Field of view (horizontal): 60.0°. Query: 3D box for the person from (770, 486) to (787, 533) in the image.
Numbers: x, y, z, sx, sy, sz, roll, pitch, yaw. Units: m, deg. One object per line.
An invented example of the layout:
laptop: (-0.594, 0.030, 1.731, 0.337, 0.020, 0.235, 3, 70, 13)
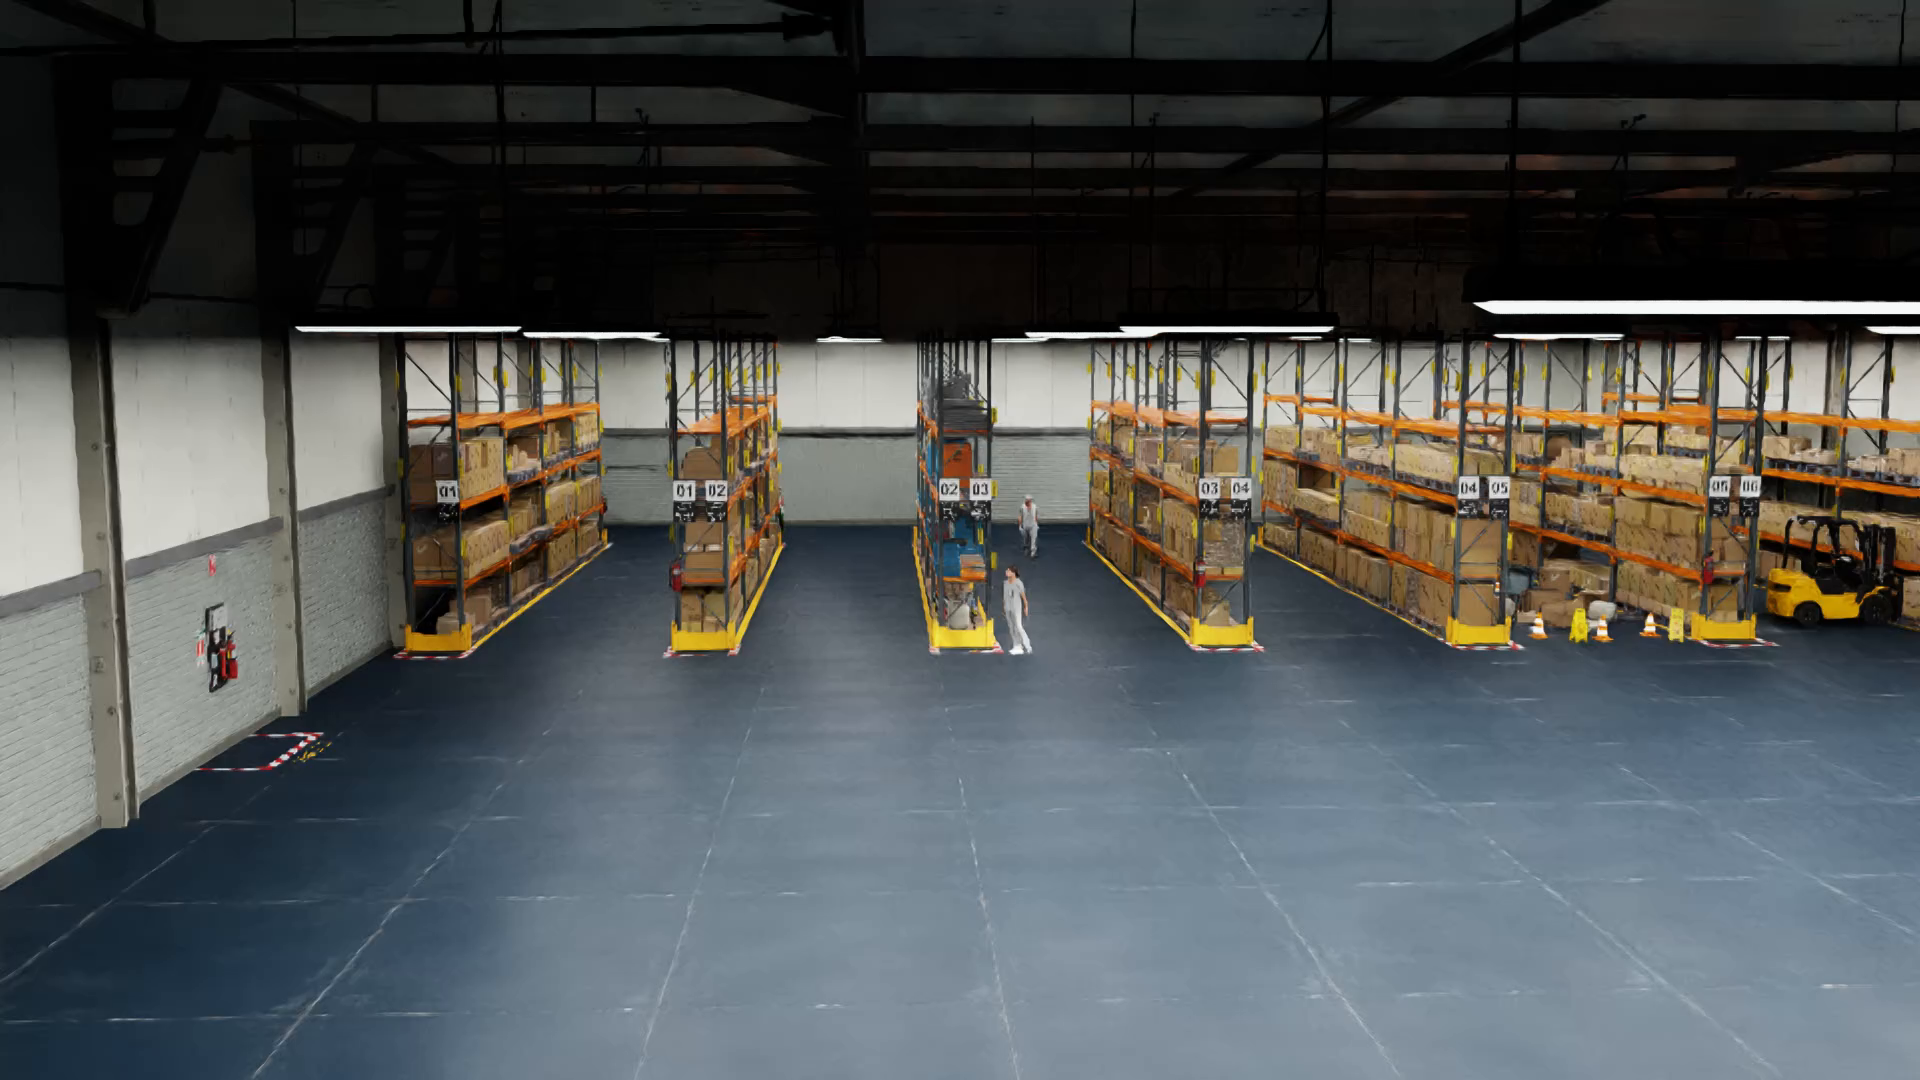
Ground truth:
person: (-5.564, -1.021, 49.917, 0.591, 1.744, 0.964, 2, 7, 20)

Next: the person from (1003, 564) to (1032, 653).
person: (1.066, 1.275, 30.778, 0.594, 1.658, 0.446, 6, 9, 40)

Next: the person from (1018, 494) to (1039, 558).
person: (1.842, -0.394, 44.601, 0.553, 1.709, 1.123, 0, 7, -1)

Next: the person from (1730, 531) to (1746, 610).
person: (16.737, 0.662, 35.913, 0.463, 1.663, 0.498, 3, 8, 26)
